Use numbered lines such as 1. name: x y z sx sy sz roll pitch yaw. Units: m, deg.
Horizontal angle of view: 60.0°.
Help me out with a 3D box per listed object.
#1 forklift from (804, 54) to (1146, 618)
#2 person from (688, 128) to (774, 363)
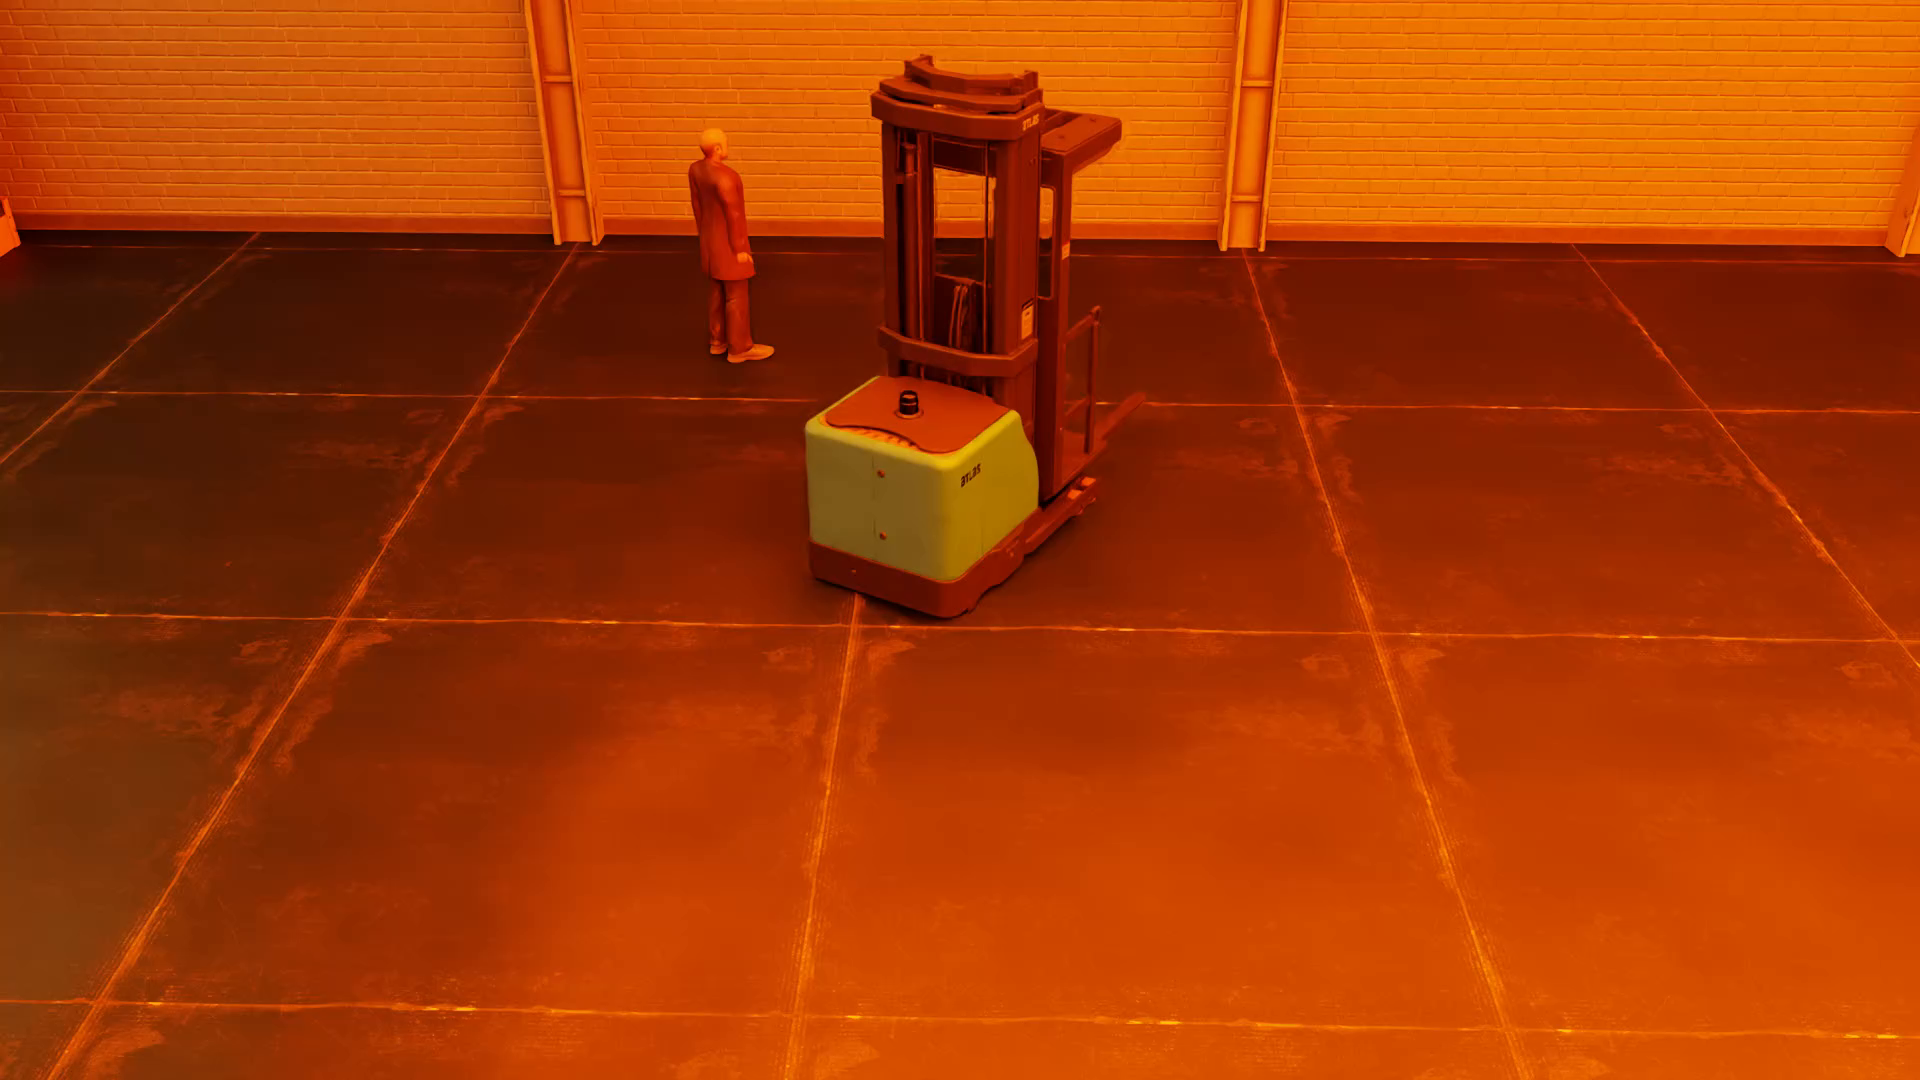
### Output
1. forklift: 0.270 -1.529 10.207 1.130 2.935 3.031 17 34 26
2. person: -1.748 -2.239 12.542 0.393 1.782 0.550 -24 38 -34
